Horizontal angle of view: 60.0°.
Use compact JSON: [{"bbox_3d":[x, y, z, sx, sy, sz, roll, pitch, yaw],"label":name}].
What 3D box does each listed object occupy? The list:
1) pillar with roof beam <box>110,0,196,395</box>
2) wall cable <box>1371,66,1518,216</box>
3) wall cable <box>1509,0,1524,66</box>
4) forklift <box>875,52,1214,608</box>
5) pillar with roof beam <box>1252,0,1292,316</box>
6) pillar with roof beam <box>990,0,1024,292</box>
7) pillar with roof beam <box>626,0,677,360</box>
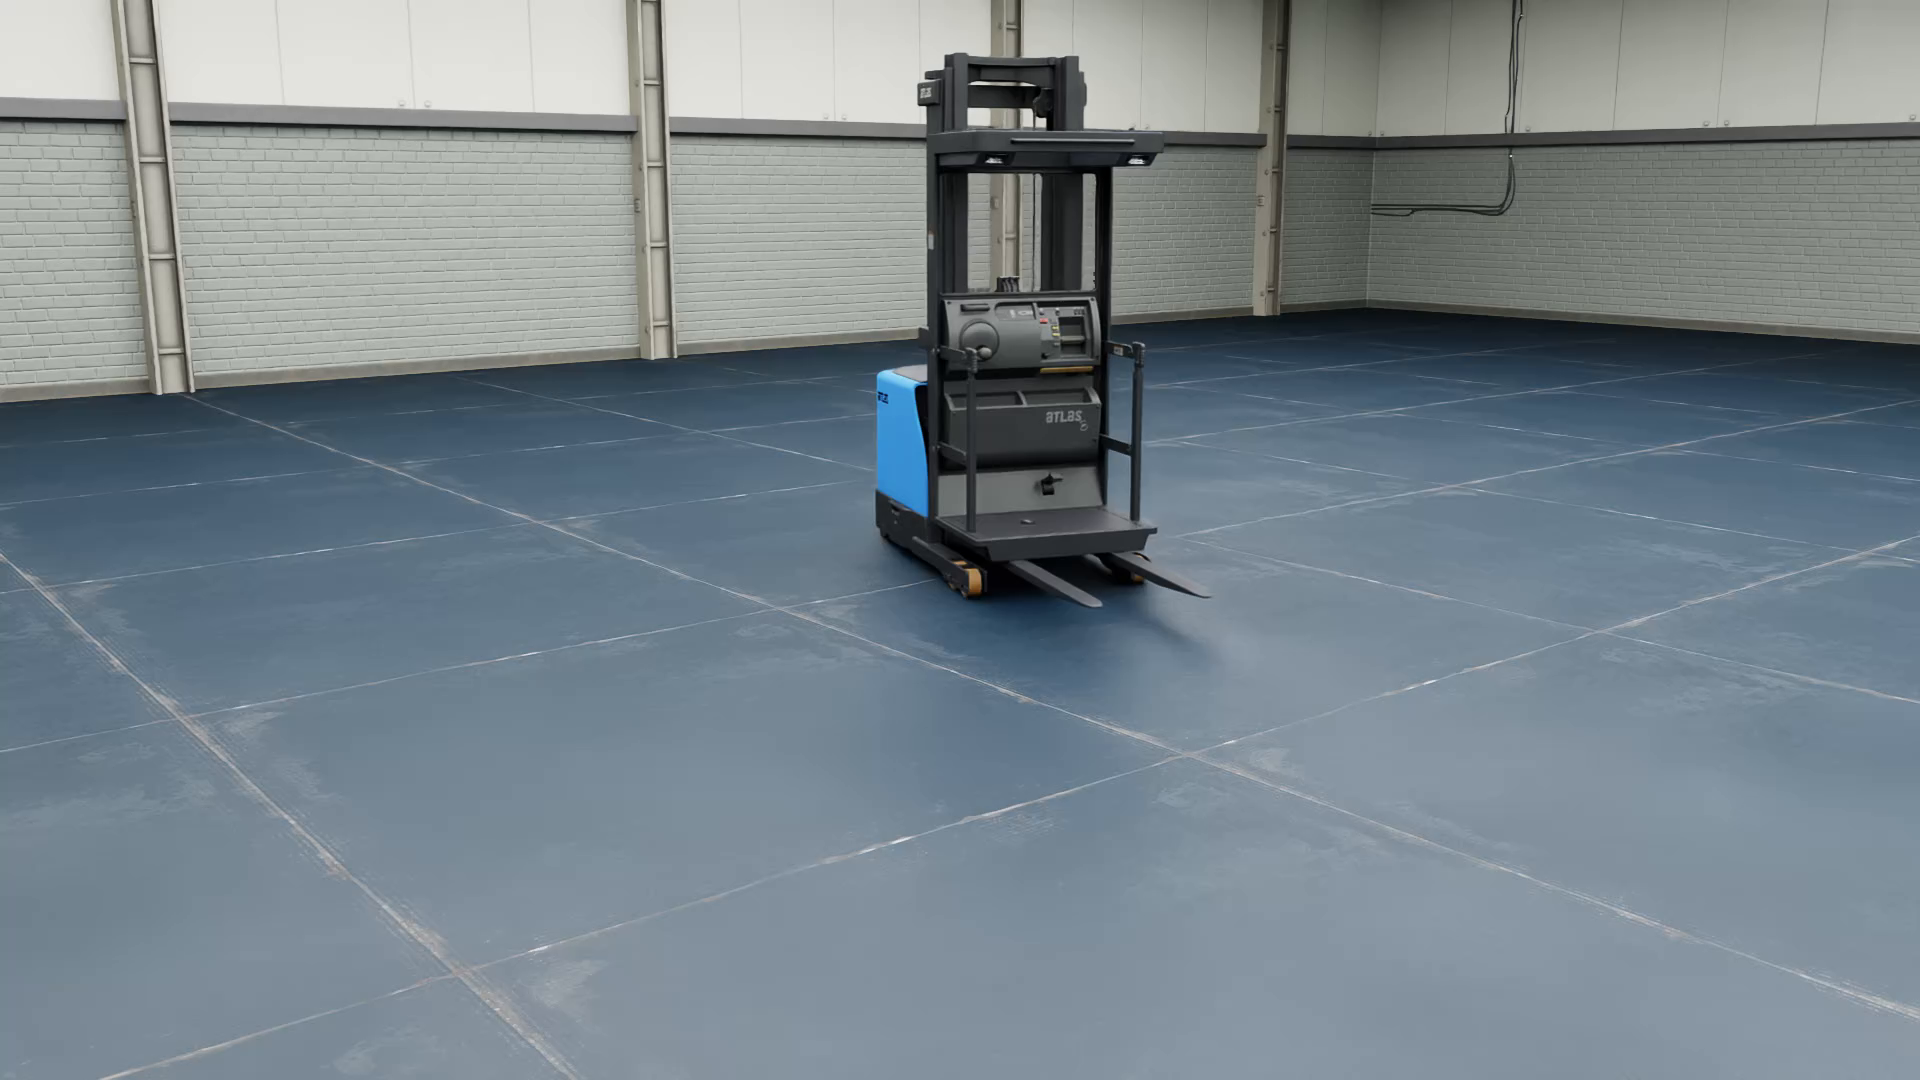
[{"bbox_3d":[-5.977,-5.333,14.080,0.400,9.000,9.100,-9,15,-38],"label":"pillar with roof beam"},{"bbox_3d":[8.515,-7.016,29.480,0.112,2.526,3.097,-9,15,-38],"label":"wall cable"},{"bbox_3d":[10.205,-9.048,26.889,0.112,2.526,3.097,-9,15,-38],"label":"wall cable"},{"bbox_3d":[0.435,-1.211,9.277,1.130,2.935,3.031,-4,13,-19],"label":"forklift"},{"bbox_3d":[8.078,-7.669,25.079,0.400,9.000,9.100,-9,15,-38],"label":"pillar with roof beam"},{"bbox_3d":[3.393,-6.890,21.413,0.400,9.000,9.100,-9,15,-38],"label":"pillar with roof beam"},{"bbox_3d":[-1.292,-6.112,17.746,0.400,9.000,9.100,-9,15,-38],"label":"pillar with roof beam"}]
